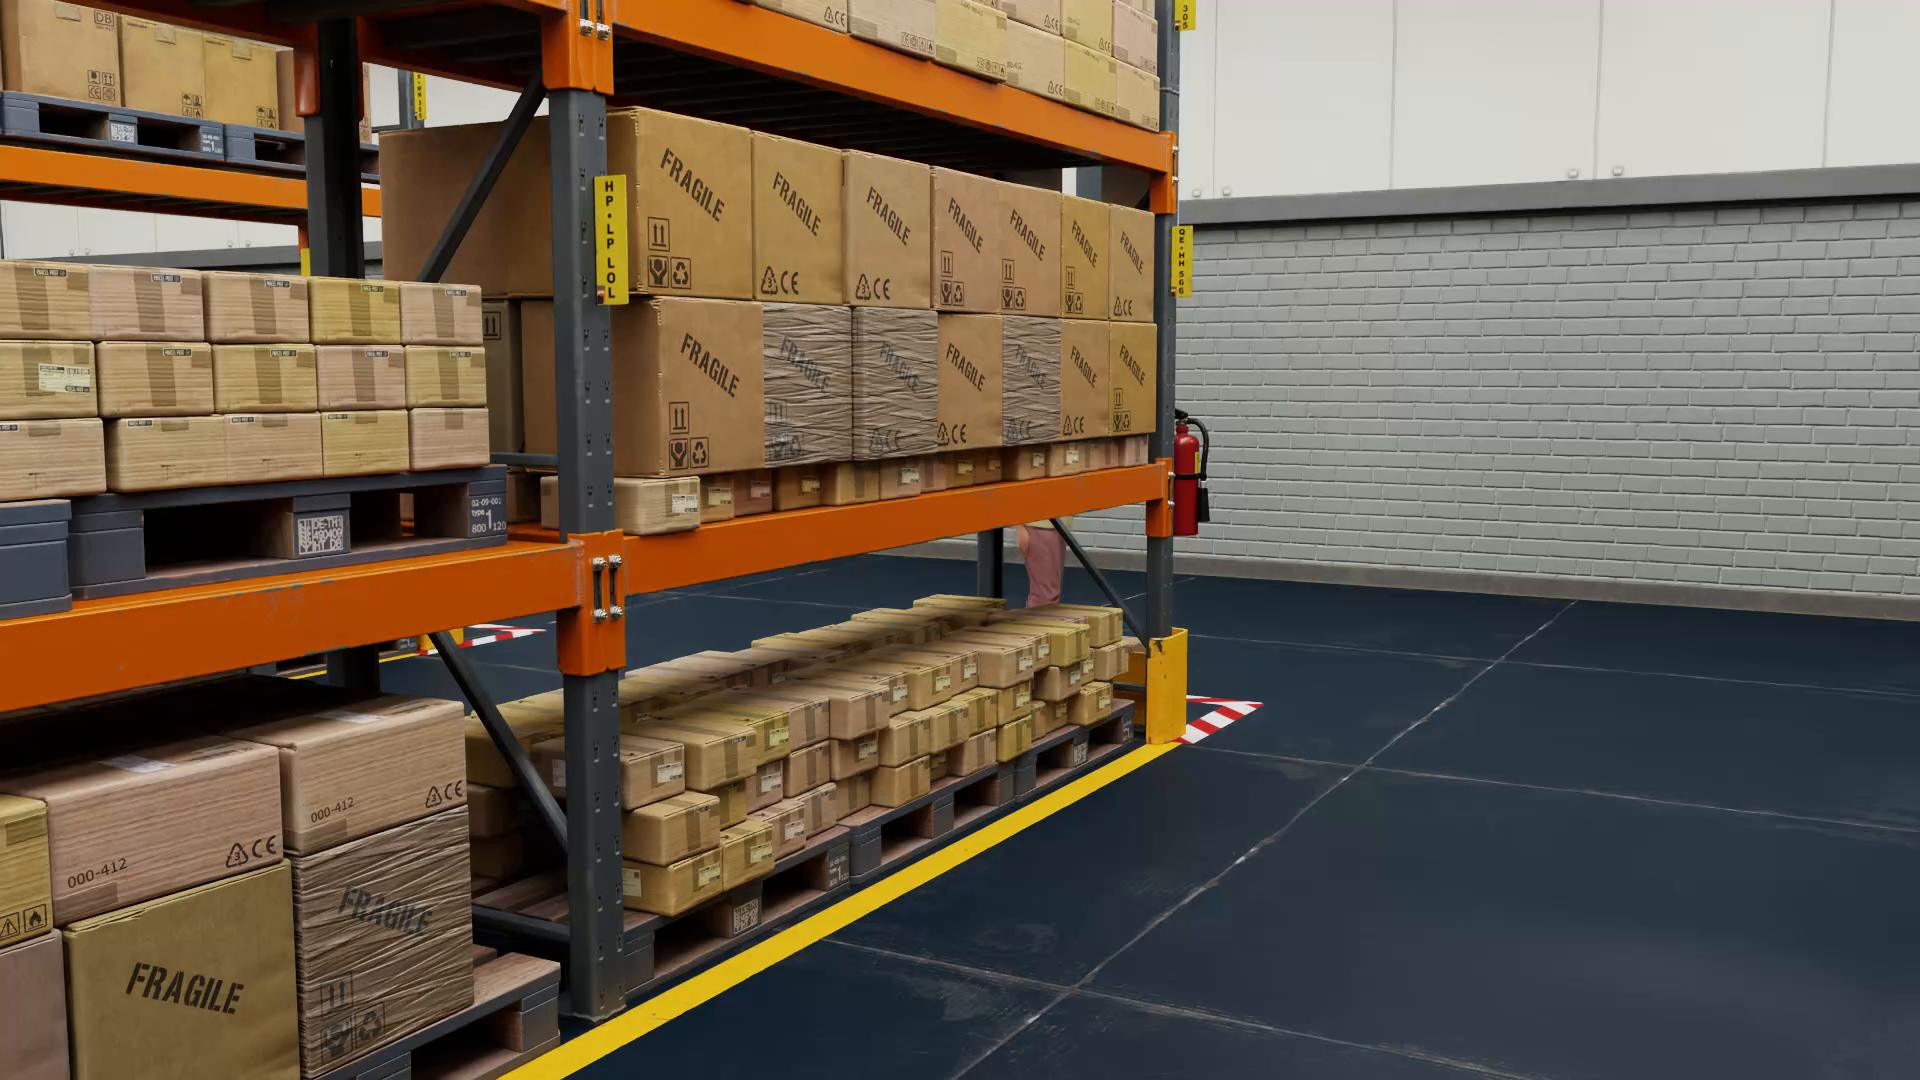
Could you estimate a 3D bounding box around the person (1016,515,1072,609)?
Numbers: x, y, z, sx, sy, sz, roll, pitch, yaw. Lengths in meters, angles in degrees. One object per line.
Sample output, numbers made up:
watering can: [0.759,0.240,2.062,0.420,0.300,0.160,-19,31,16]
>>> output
person: [0.511,-0.054,9.348,0.442,1.672,0.444,4,7,30]
